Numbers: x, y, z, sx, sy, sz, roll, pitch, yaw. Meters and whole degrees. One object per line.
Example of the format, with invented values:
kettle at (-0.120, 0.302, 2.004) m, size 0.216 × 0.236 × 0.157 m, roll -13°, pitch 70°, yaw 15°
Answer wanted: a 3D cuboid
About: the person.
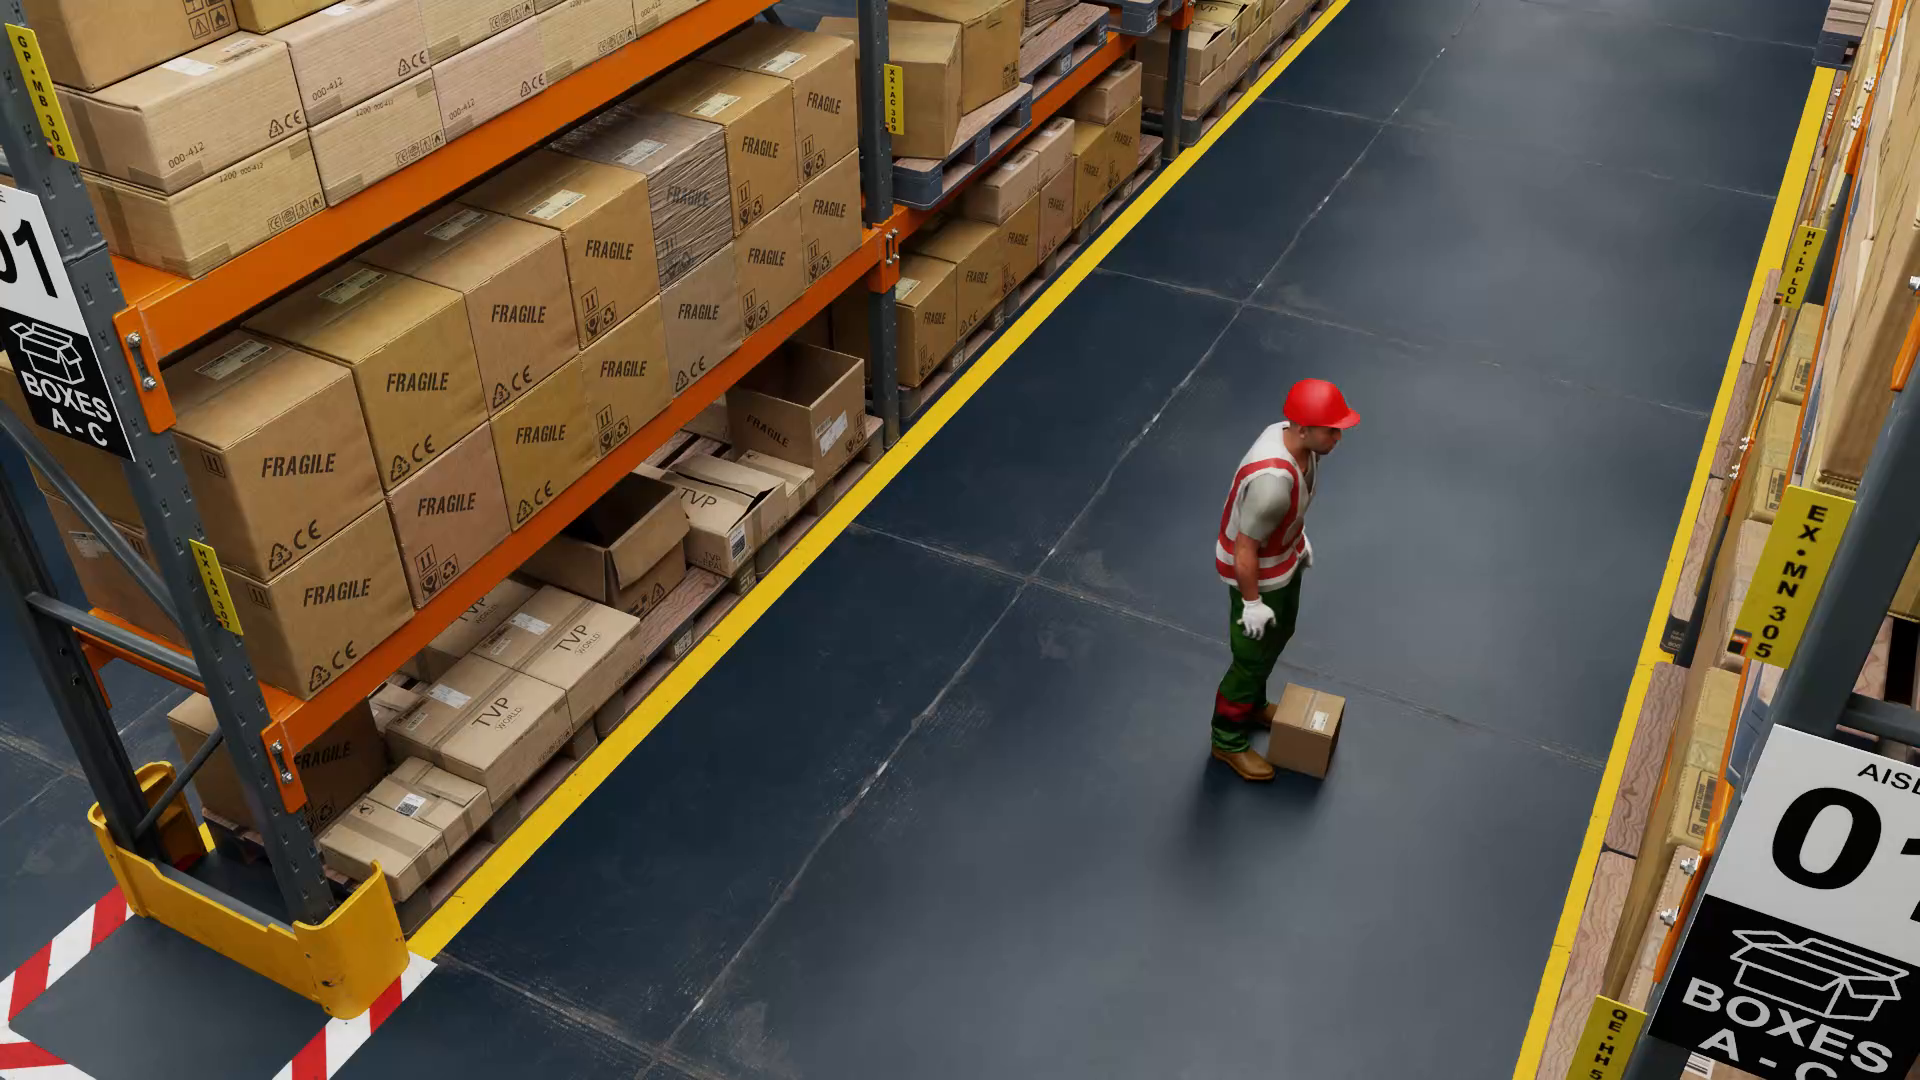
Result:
person at (1.239, 0.130, 6.568) m, size 0.450 × 1.779 × 0.608 m, roll 18°, pitch 41°, yaw 22°
